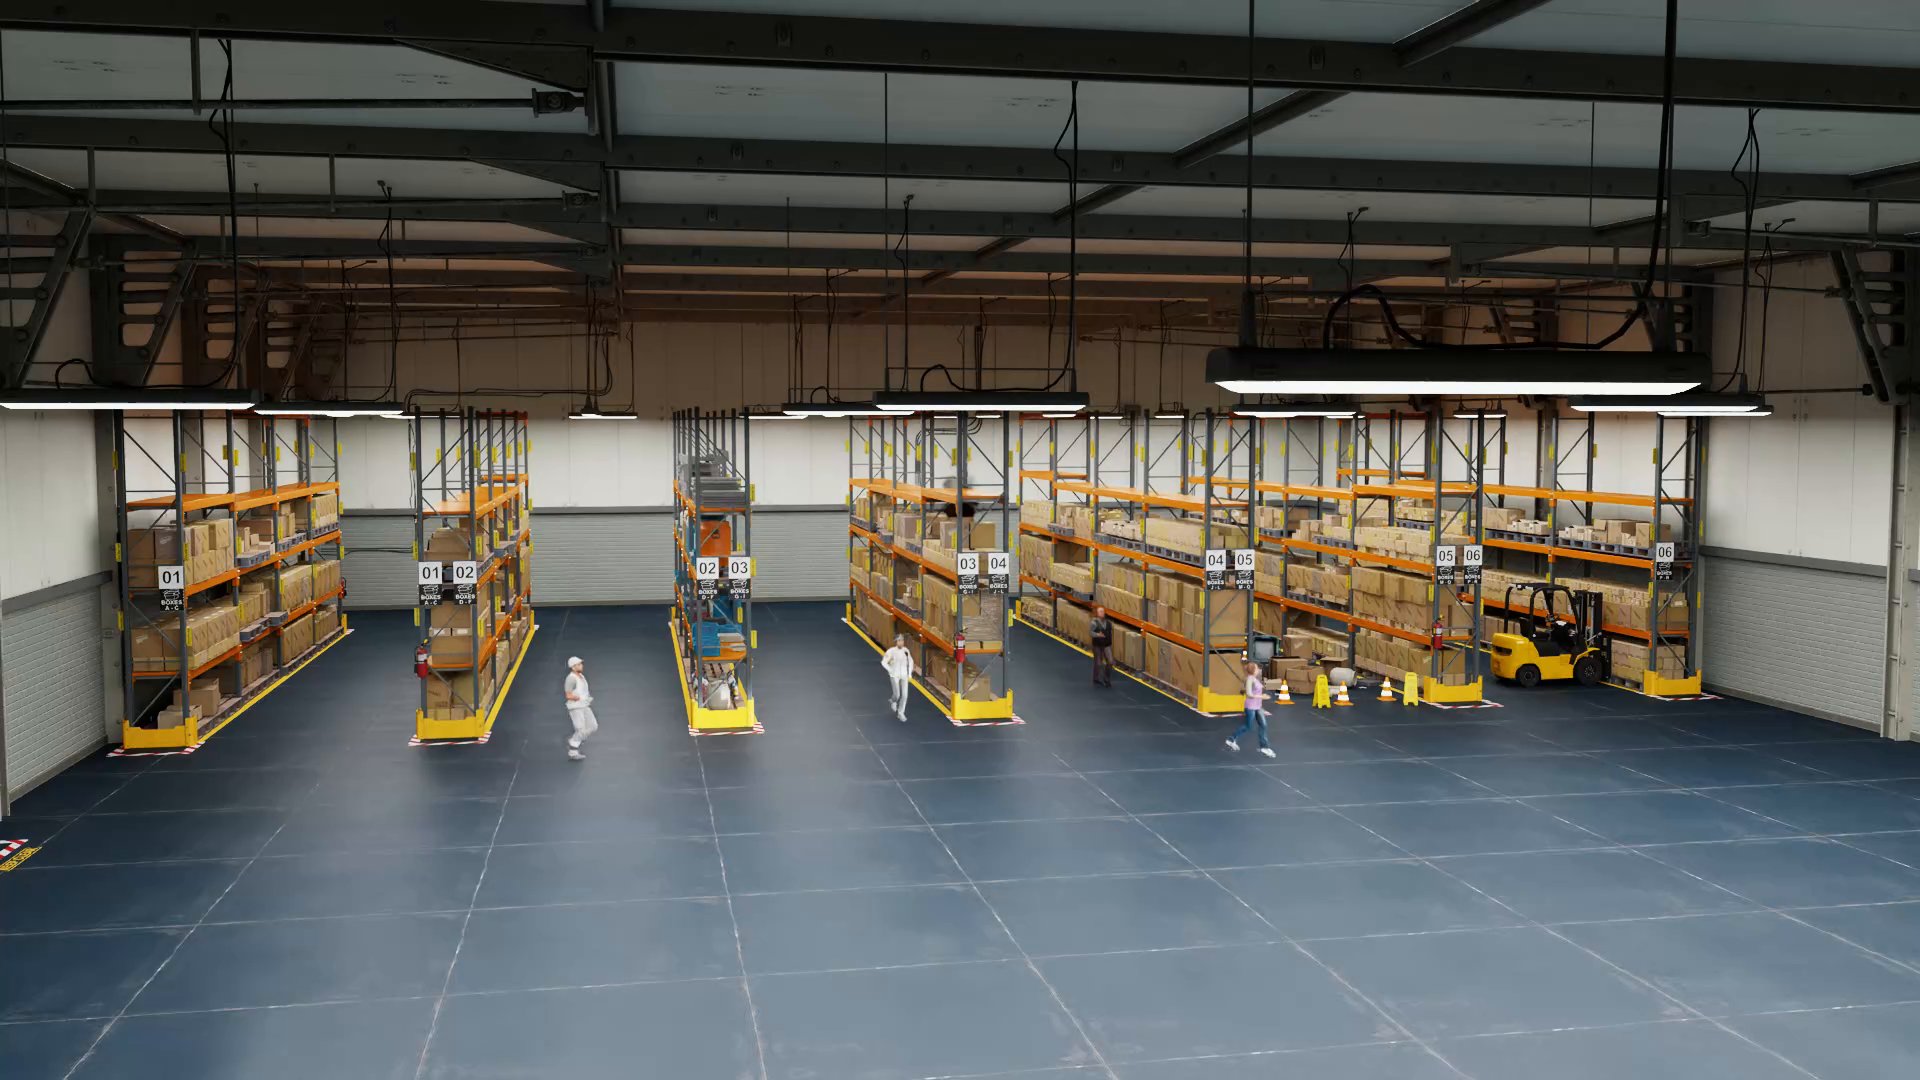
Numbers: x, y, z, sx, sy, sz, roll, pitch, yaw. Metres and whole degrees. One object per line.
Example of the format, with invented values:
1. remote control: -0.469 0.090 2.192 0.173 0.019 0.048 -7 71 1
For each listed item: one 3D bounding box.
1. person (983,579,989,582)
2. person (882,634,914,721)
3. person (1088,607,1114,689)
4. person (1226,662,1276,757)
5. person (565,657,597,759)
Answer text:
1. person: 0.609 1.574 47.563 0.572 1.553 0.541 0 4 0
2. person: -1.187 2.630 32.079 0.658 1.672 0.624 -1 4 -19
3. person: 3.056 2.331 35.799 0.635 1.770 0.756 -1 4 -14
4. person: 4.993 2.893 28.495 0.860 1.614 0.550 2 5 27
5. person: -6.394 2.840 28.121 0.580 1.741 0.644 1 4 13
